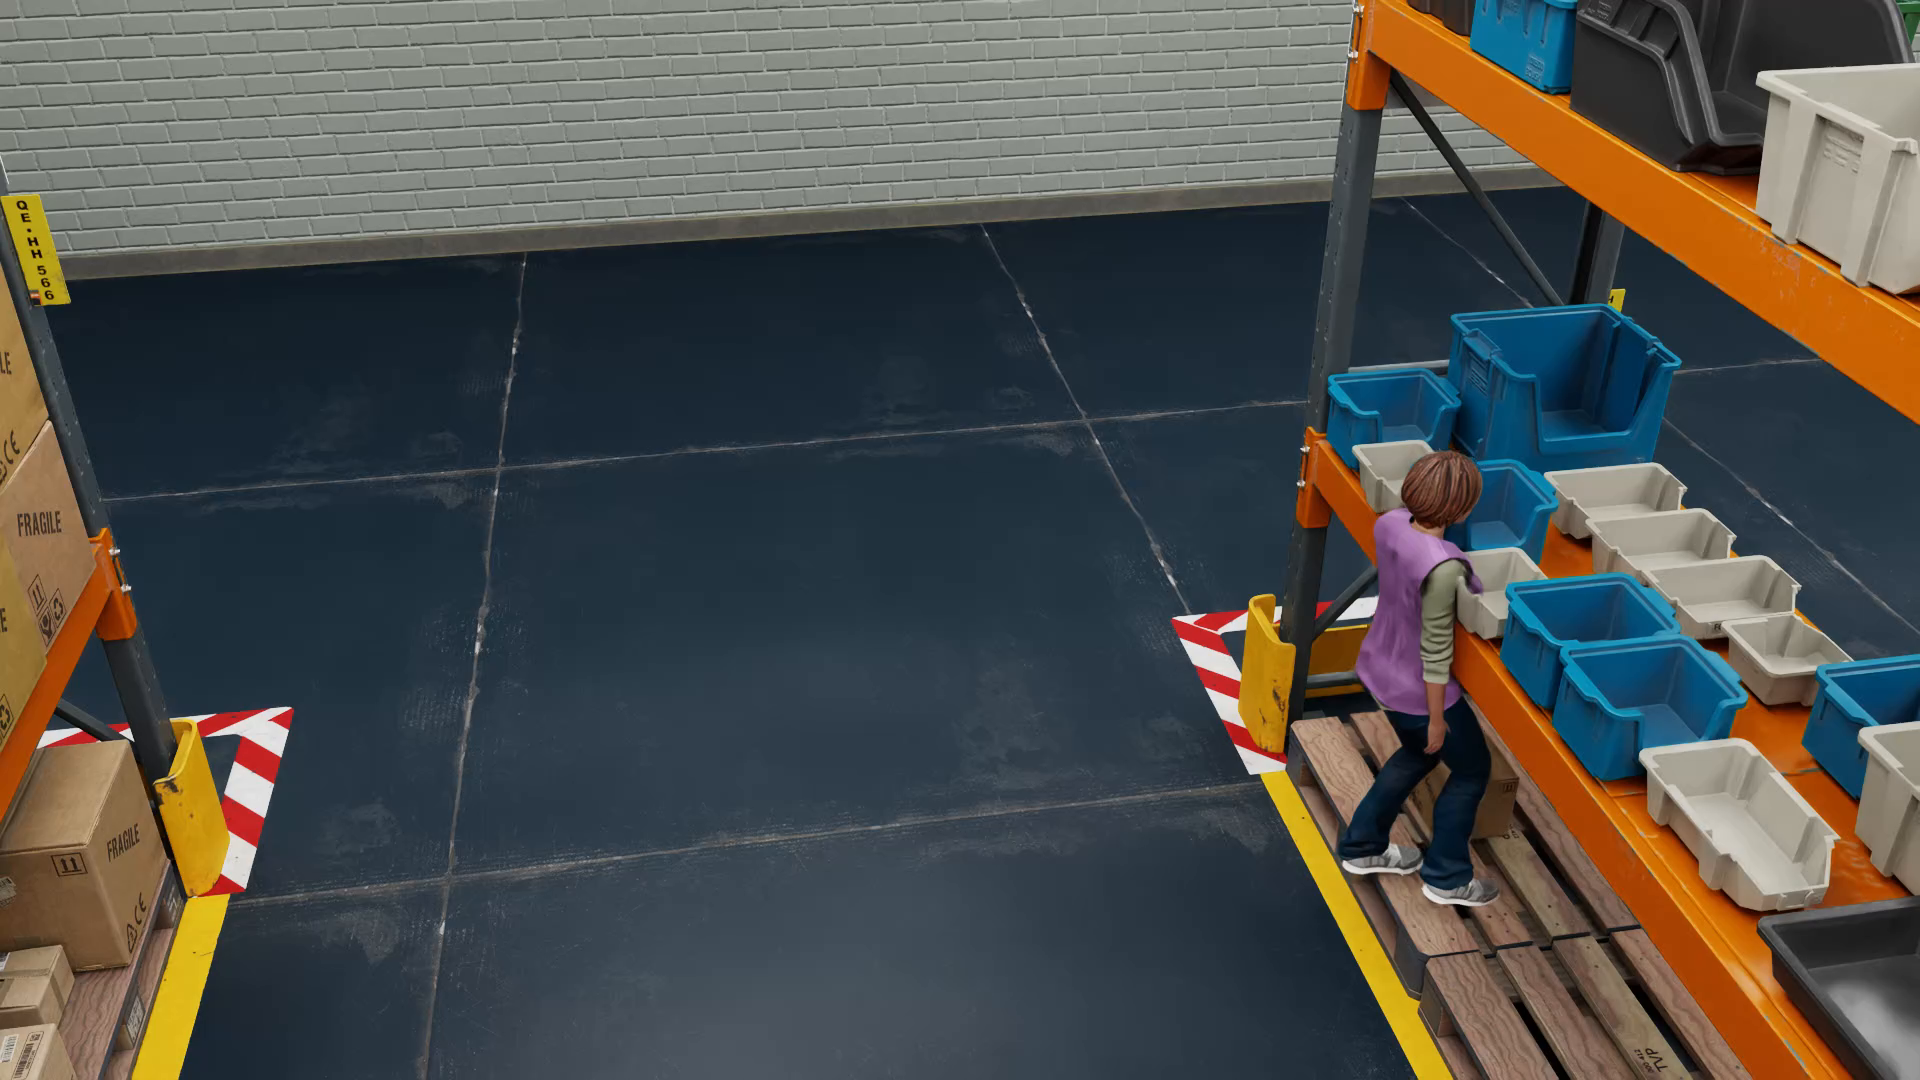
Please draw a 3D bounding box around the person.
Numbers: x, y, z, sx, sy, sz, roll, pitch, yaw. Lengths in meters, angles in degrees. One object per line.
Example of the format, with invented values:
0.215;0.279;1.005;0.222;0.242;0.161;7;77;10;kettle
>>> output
1.462;0.426;5.074;0.487;1.572;0.444;-9;32;-14;person
